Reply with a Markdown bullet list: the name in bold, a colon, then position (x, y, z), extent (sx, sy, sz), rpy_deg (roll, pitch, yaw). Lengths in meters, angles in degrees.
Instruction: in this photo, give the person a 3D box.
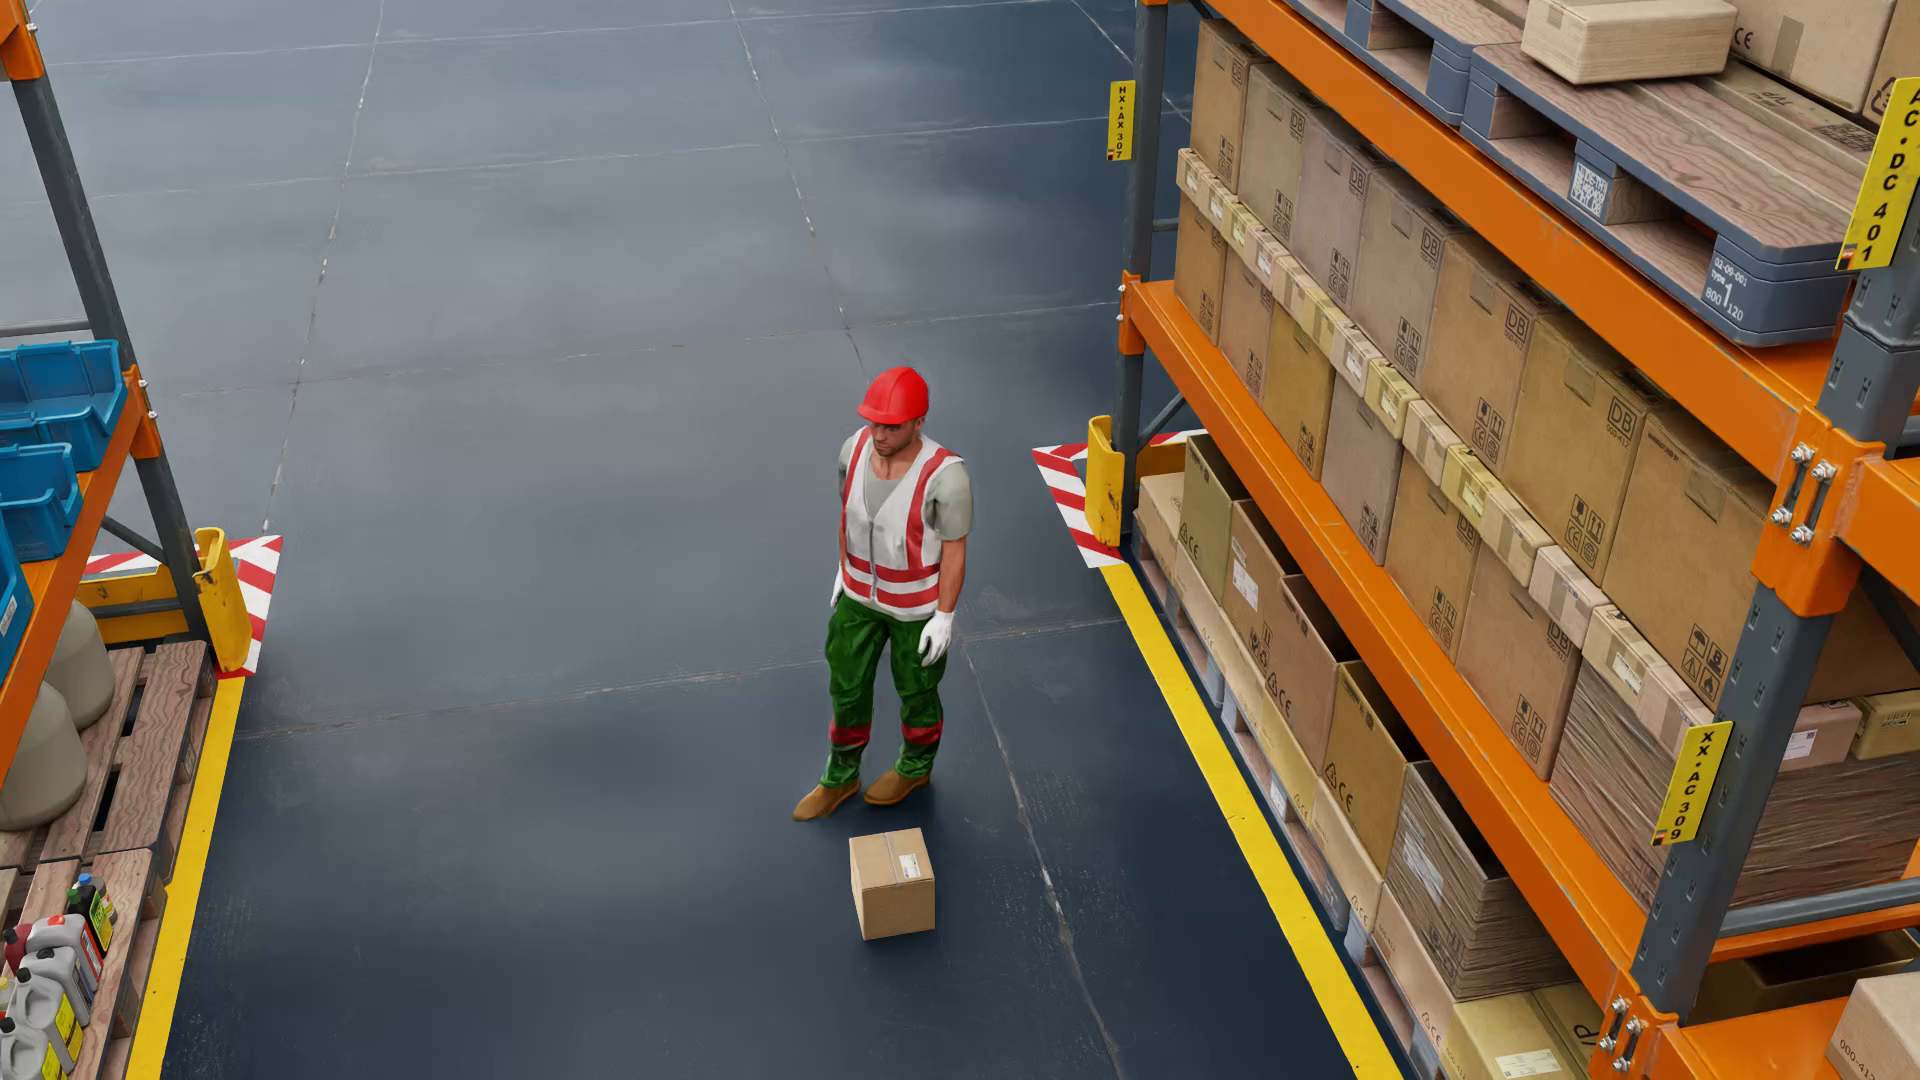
- **person**: position (-0.278, 0.249, 5.760), extent (0.558, 1.815, 0.522), rpy_deg (18, 38, 24)
